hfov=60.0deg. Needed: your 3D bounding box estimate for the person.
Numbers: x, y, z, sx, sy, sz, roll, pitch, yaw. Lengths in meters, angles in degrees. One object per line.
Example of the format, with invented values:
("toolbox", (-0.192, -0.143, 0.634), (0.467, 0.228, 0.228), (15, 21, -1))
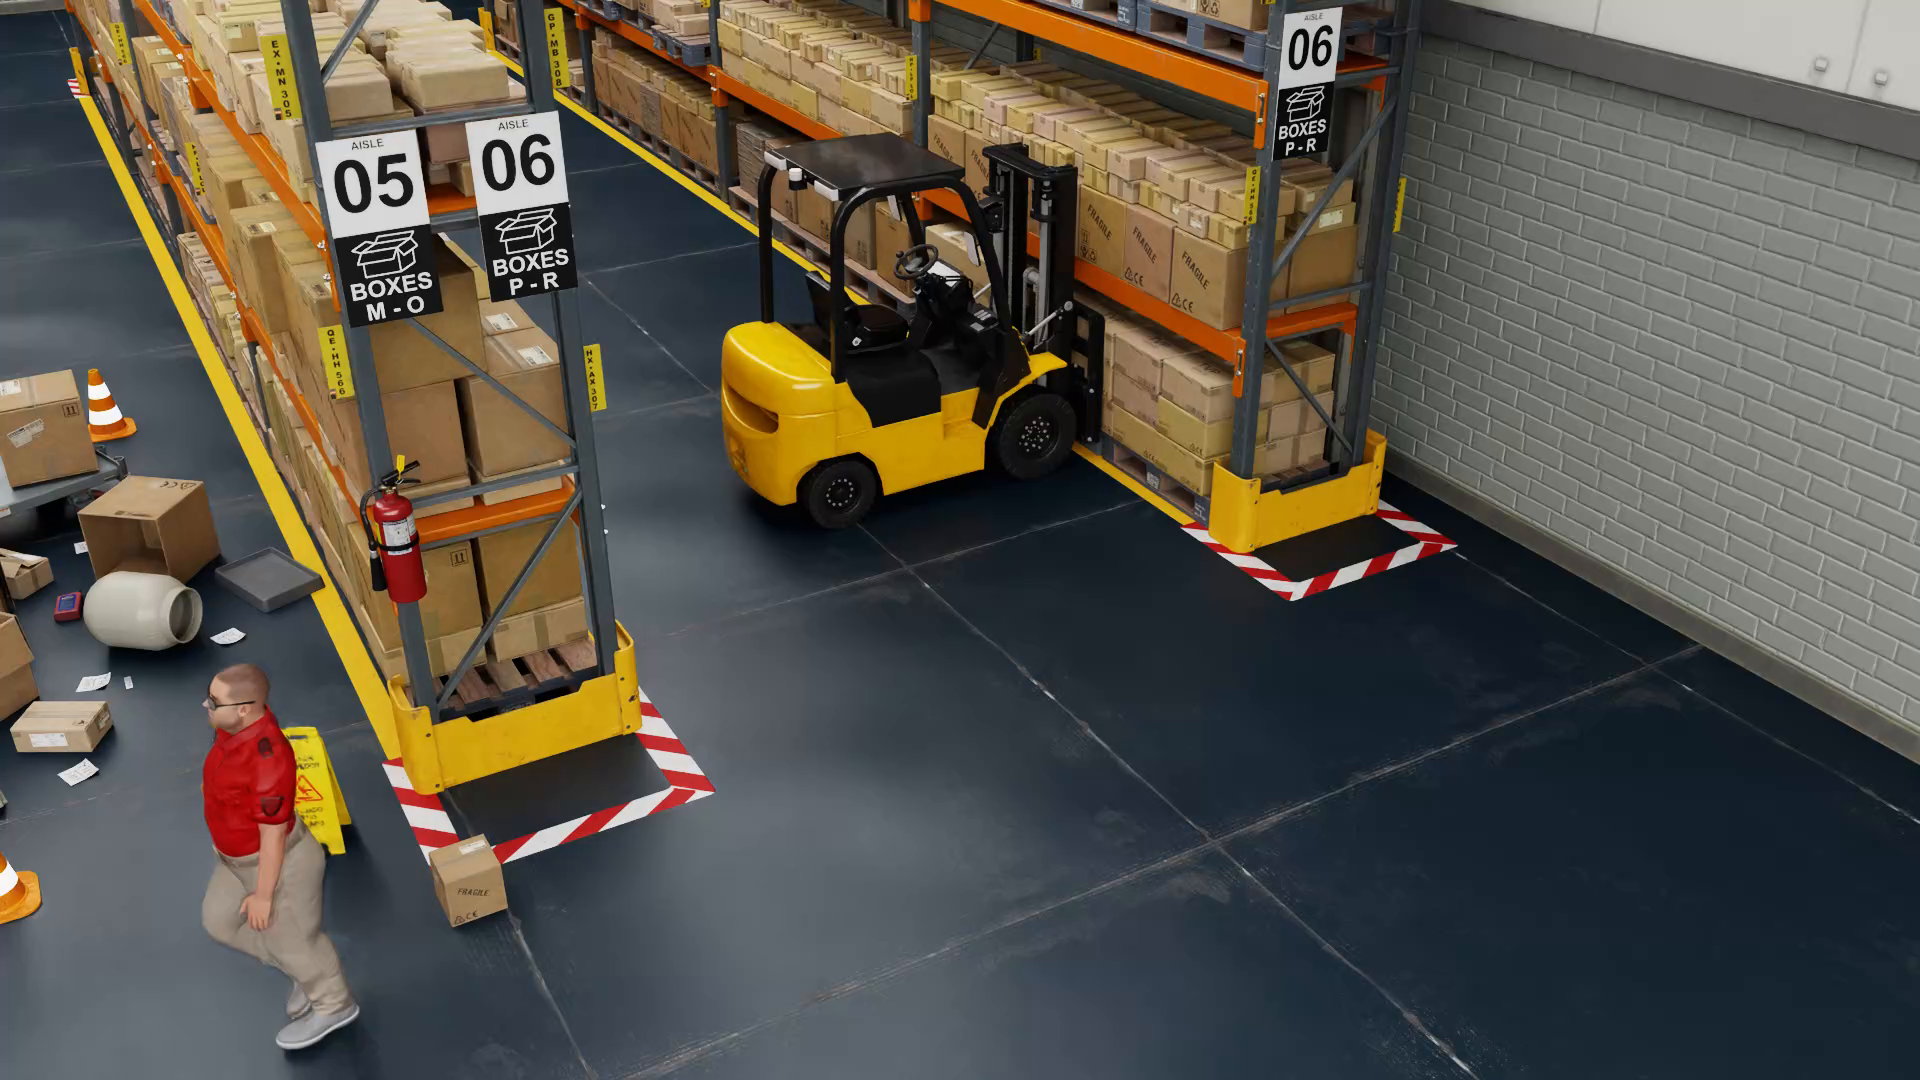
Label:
("person", (-2.657, 1.241, 6.324), (0.422, 1.753, 0.528), (-20, 35, -32))
